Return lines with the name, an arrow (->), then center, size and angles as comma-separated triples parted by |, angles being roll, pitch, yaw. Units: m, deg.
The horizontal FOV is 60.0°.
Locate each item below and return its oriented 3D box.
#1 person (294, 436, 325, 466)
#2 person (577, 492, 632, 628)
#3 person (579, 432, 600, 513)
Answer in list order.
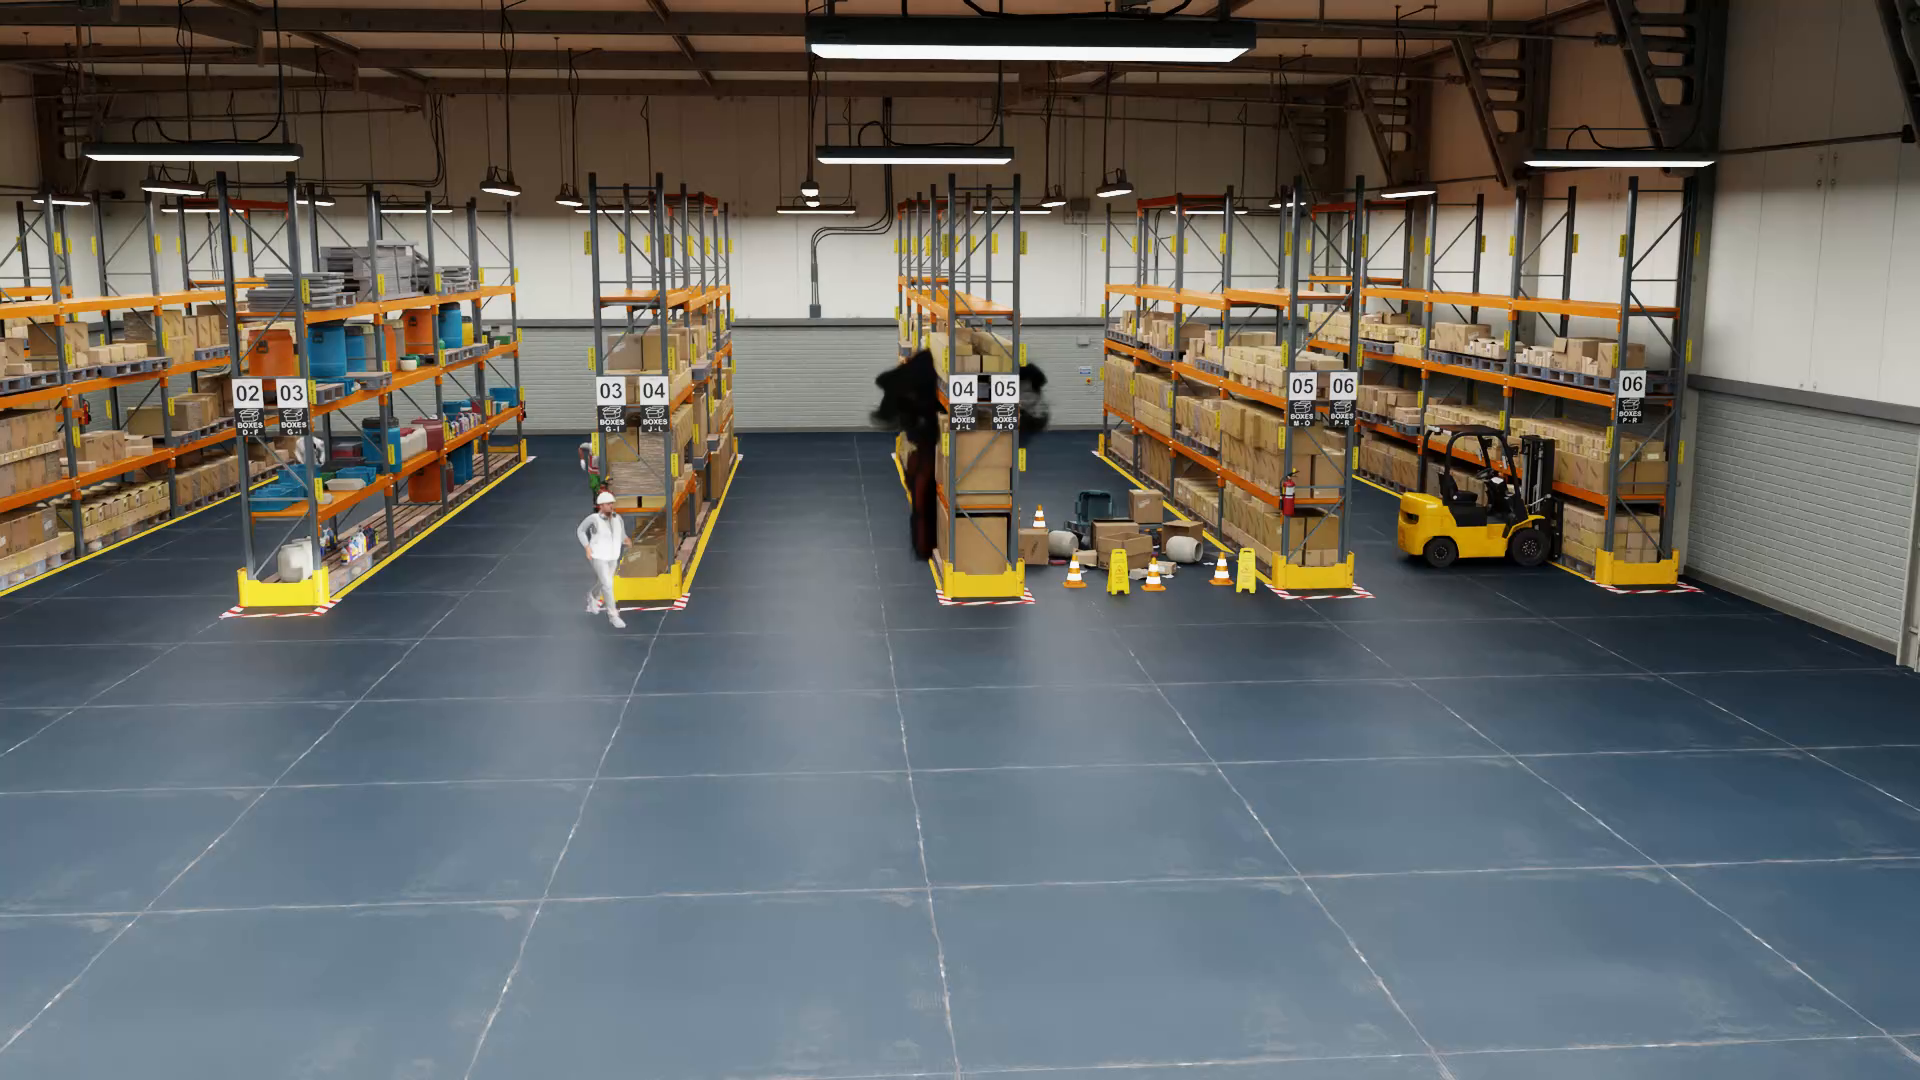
person -> -12.551, -1.436, 32.247 | 0.593, 1.632, 0.777 | -1, 10, -5
person -> -4.790, 0.229, 22.316 | 0.960, 1.784, 0.628 | 9, 13, 40
person -> -6.619, -1.159, 30.557 | 0.706, 1.730, 1.053 | -2, 10, -9
